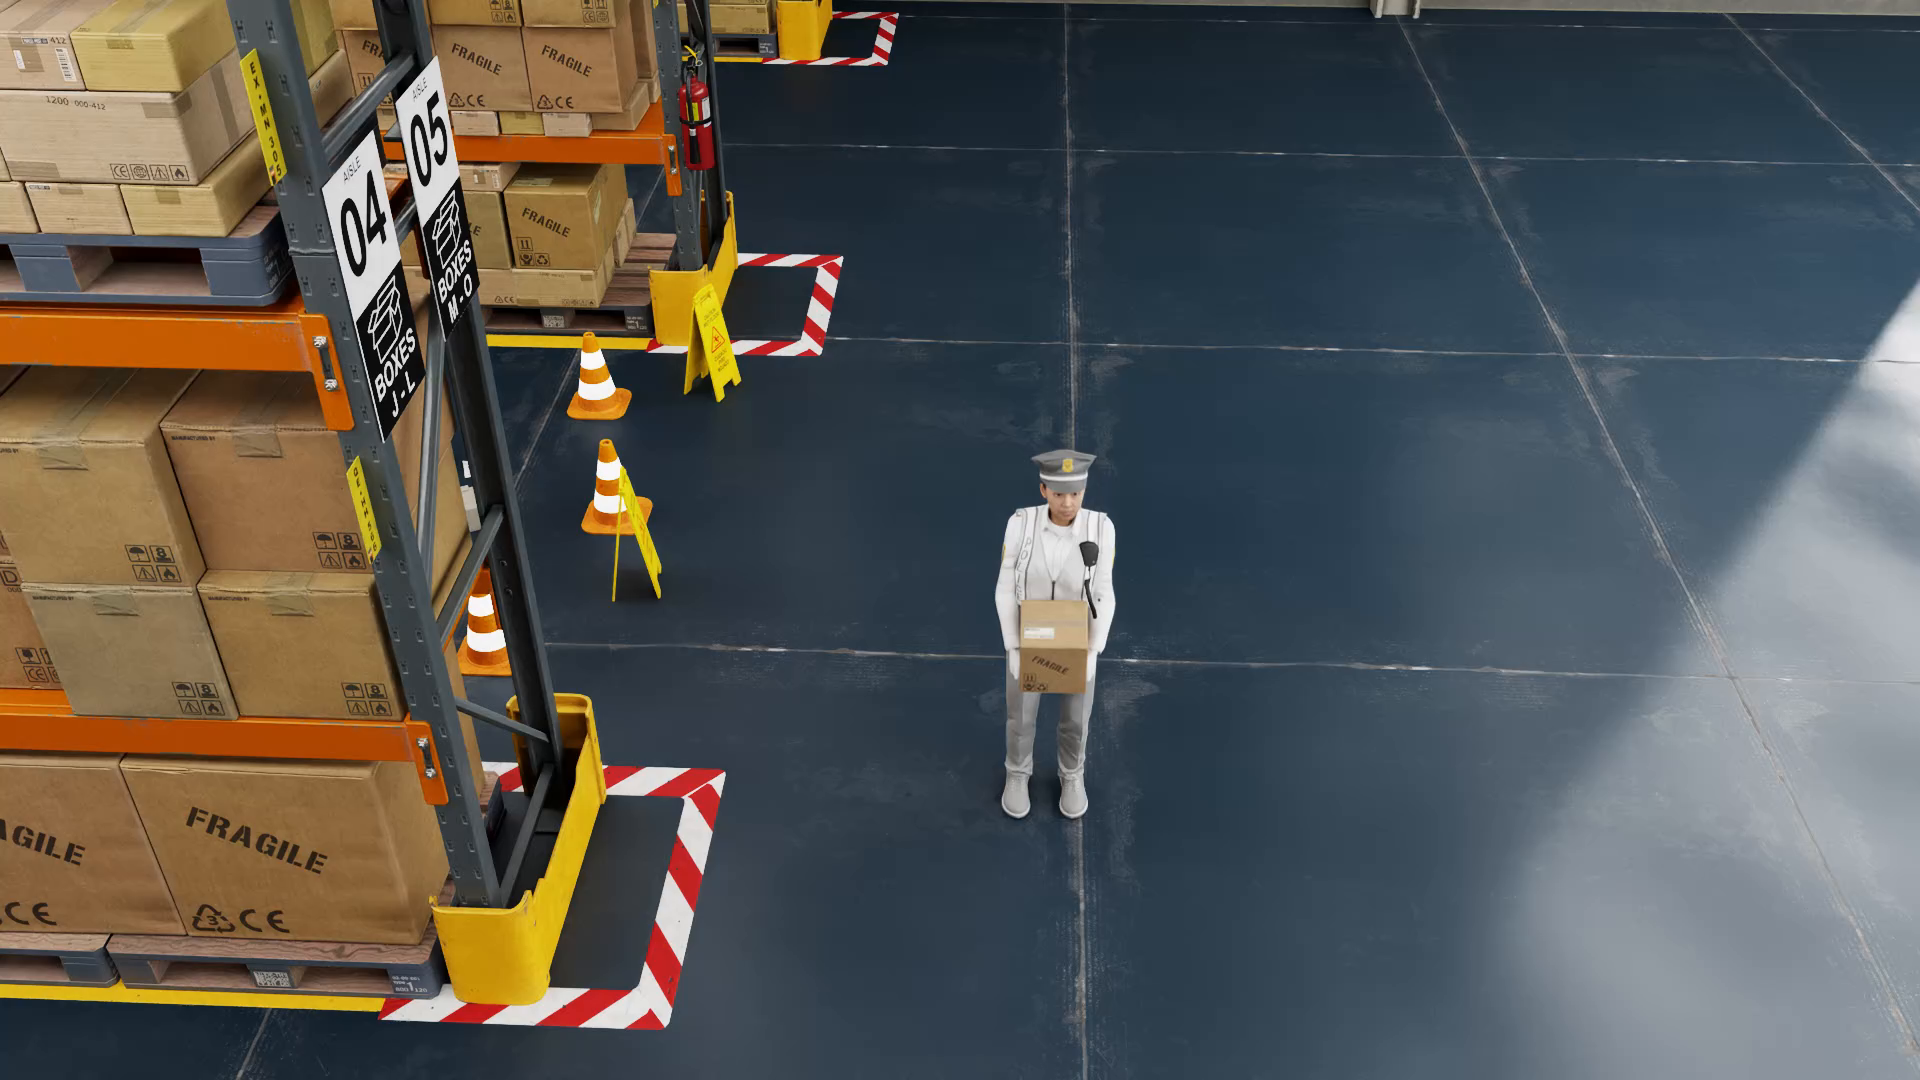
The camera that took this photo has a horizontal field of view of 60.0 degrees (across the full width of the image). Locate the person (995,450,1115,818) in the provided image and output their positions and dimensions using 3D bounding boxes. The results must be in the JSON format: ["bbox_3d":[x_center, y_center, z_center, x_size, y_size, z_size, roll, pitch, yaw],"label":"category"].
[{"bbox_3d":[0.366,0.419,6.513,0.460,1.686,0.563,2,36,2],"label":"person"}]
